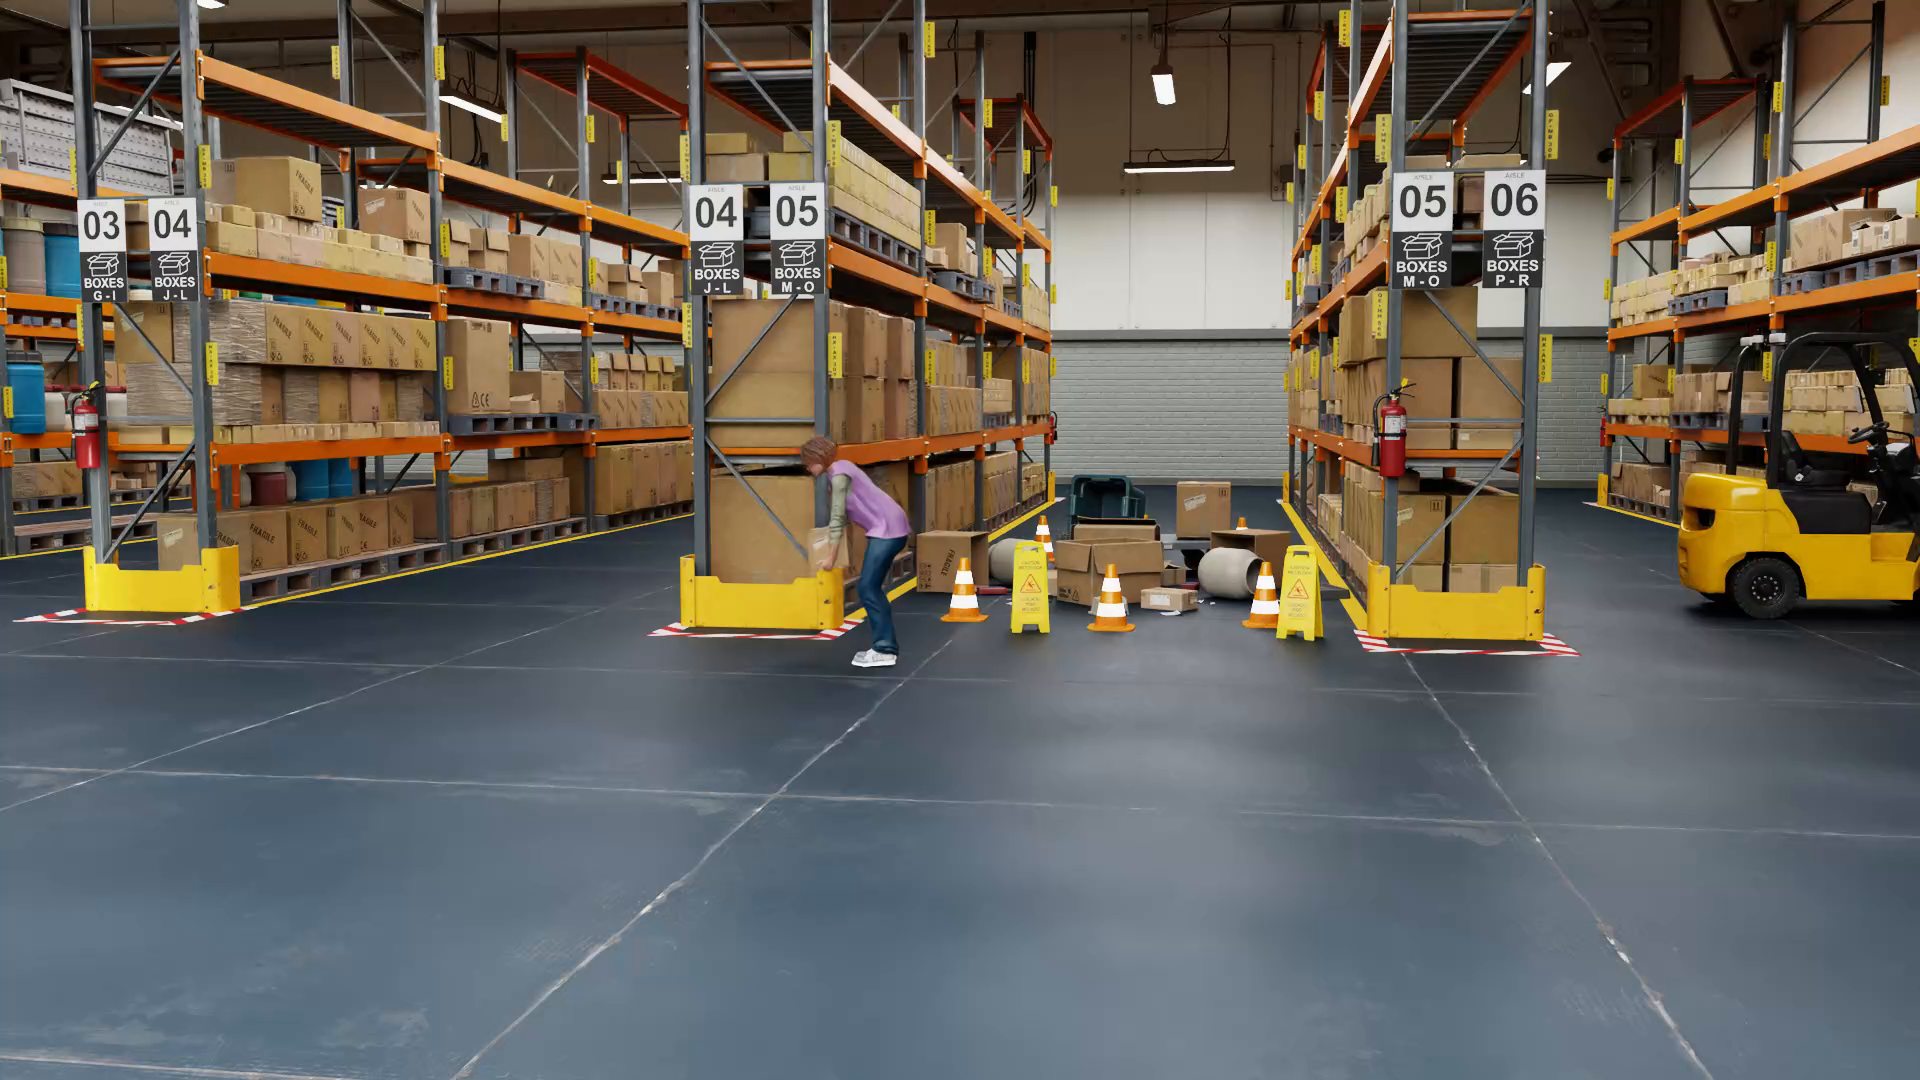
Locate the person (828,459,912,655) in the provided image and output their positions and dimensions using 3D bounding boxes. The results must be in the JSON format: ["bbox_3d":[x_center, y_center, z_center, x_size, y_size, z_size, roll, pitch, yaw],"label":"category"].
[{"bbox_3d":[-0.557,0.104,10.360,0.510,1.211,0.371,1,5,7],"label":"person"}]
